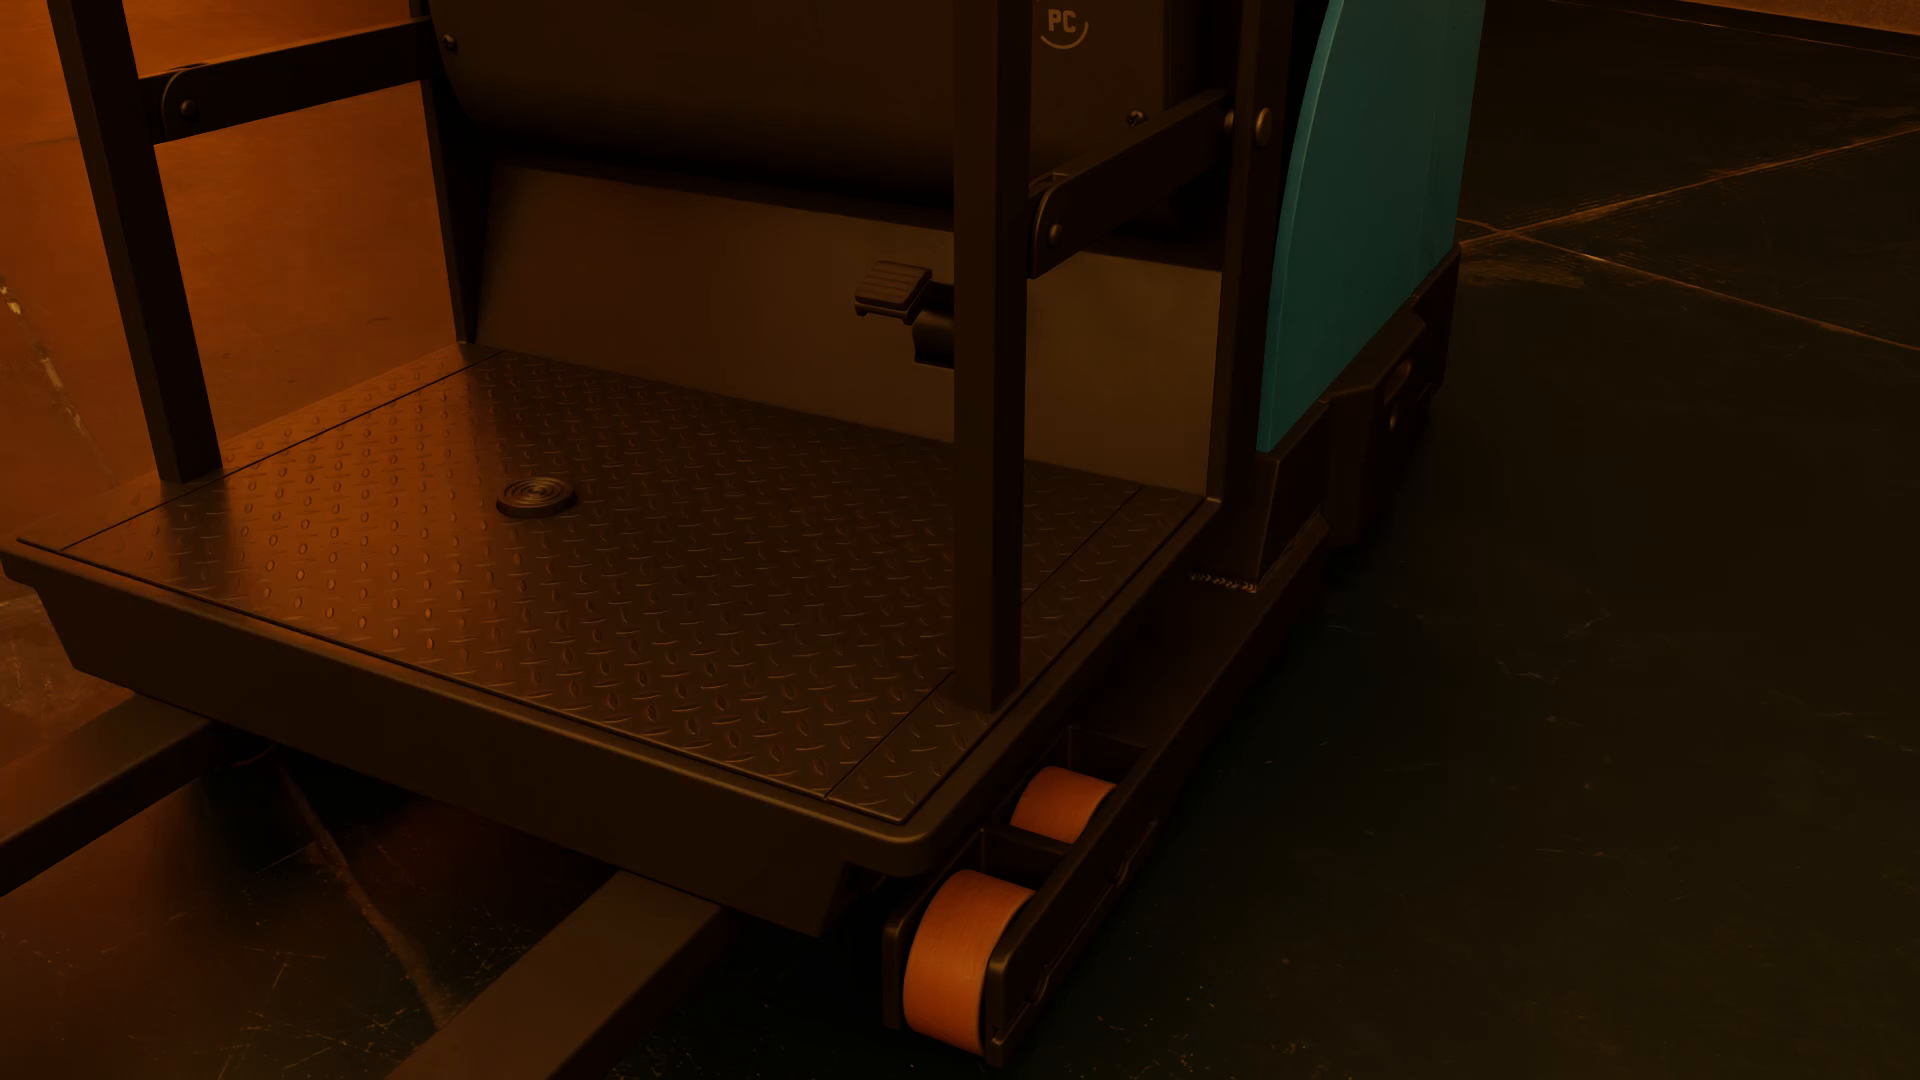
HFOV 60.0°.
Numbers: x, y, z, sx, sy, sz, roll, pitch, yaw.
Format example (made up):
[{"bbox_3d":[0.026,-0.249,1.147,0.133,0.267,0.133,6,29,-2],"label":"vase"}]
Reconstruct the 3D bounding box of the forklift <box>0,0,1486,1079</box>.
[{"bbox_3d":[-0.291,-1.063,1.350,1.130,2.935,3.031,13,30,25],"label":"forklift"}]
